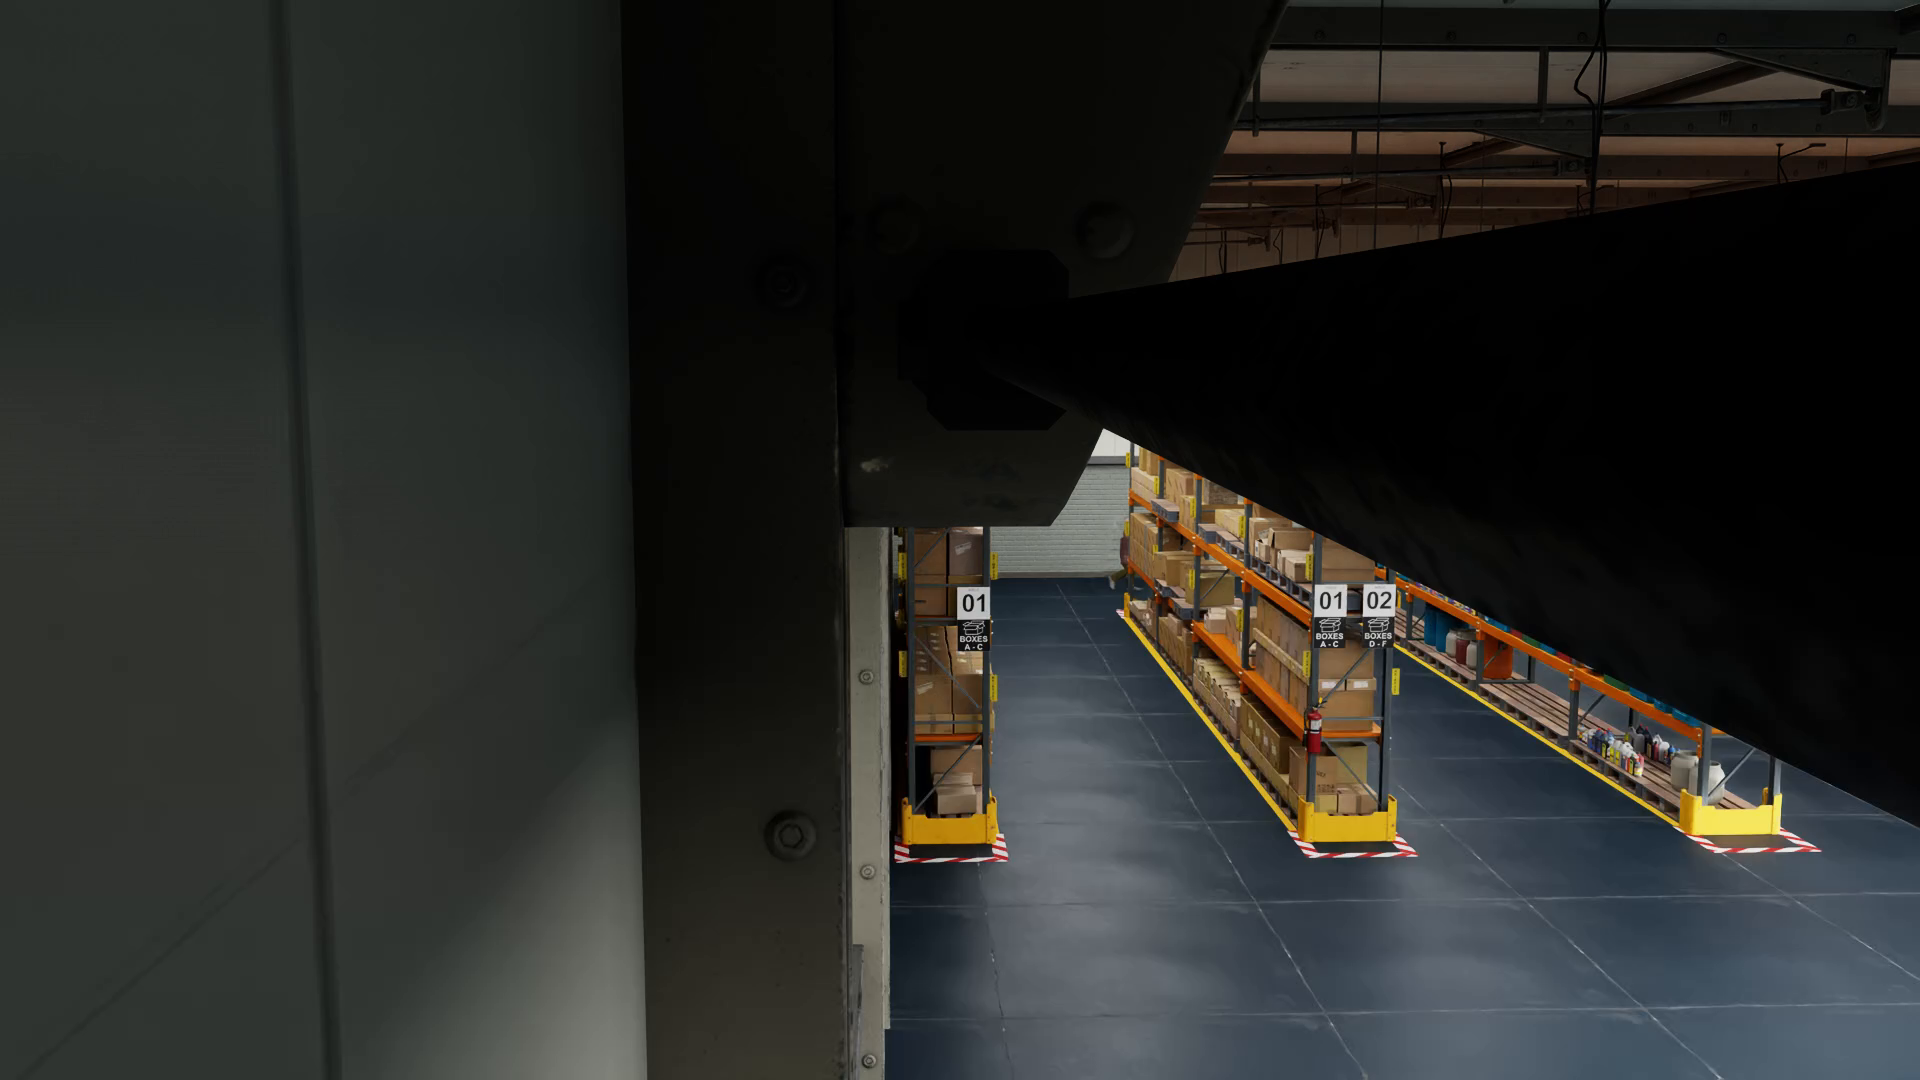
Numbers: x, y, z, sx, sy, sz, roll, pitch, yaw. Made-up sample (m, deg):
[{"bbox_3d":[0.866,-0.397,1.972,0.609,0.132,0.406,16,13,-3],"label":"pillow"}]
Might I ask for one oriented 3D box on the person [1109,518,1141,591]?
[{"bbox_3d":[3.945,0.349,39.793,0.738,1.768,0.645,2,8,18],"label":"person"}]
